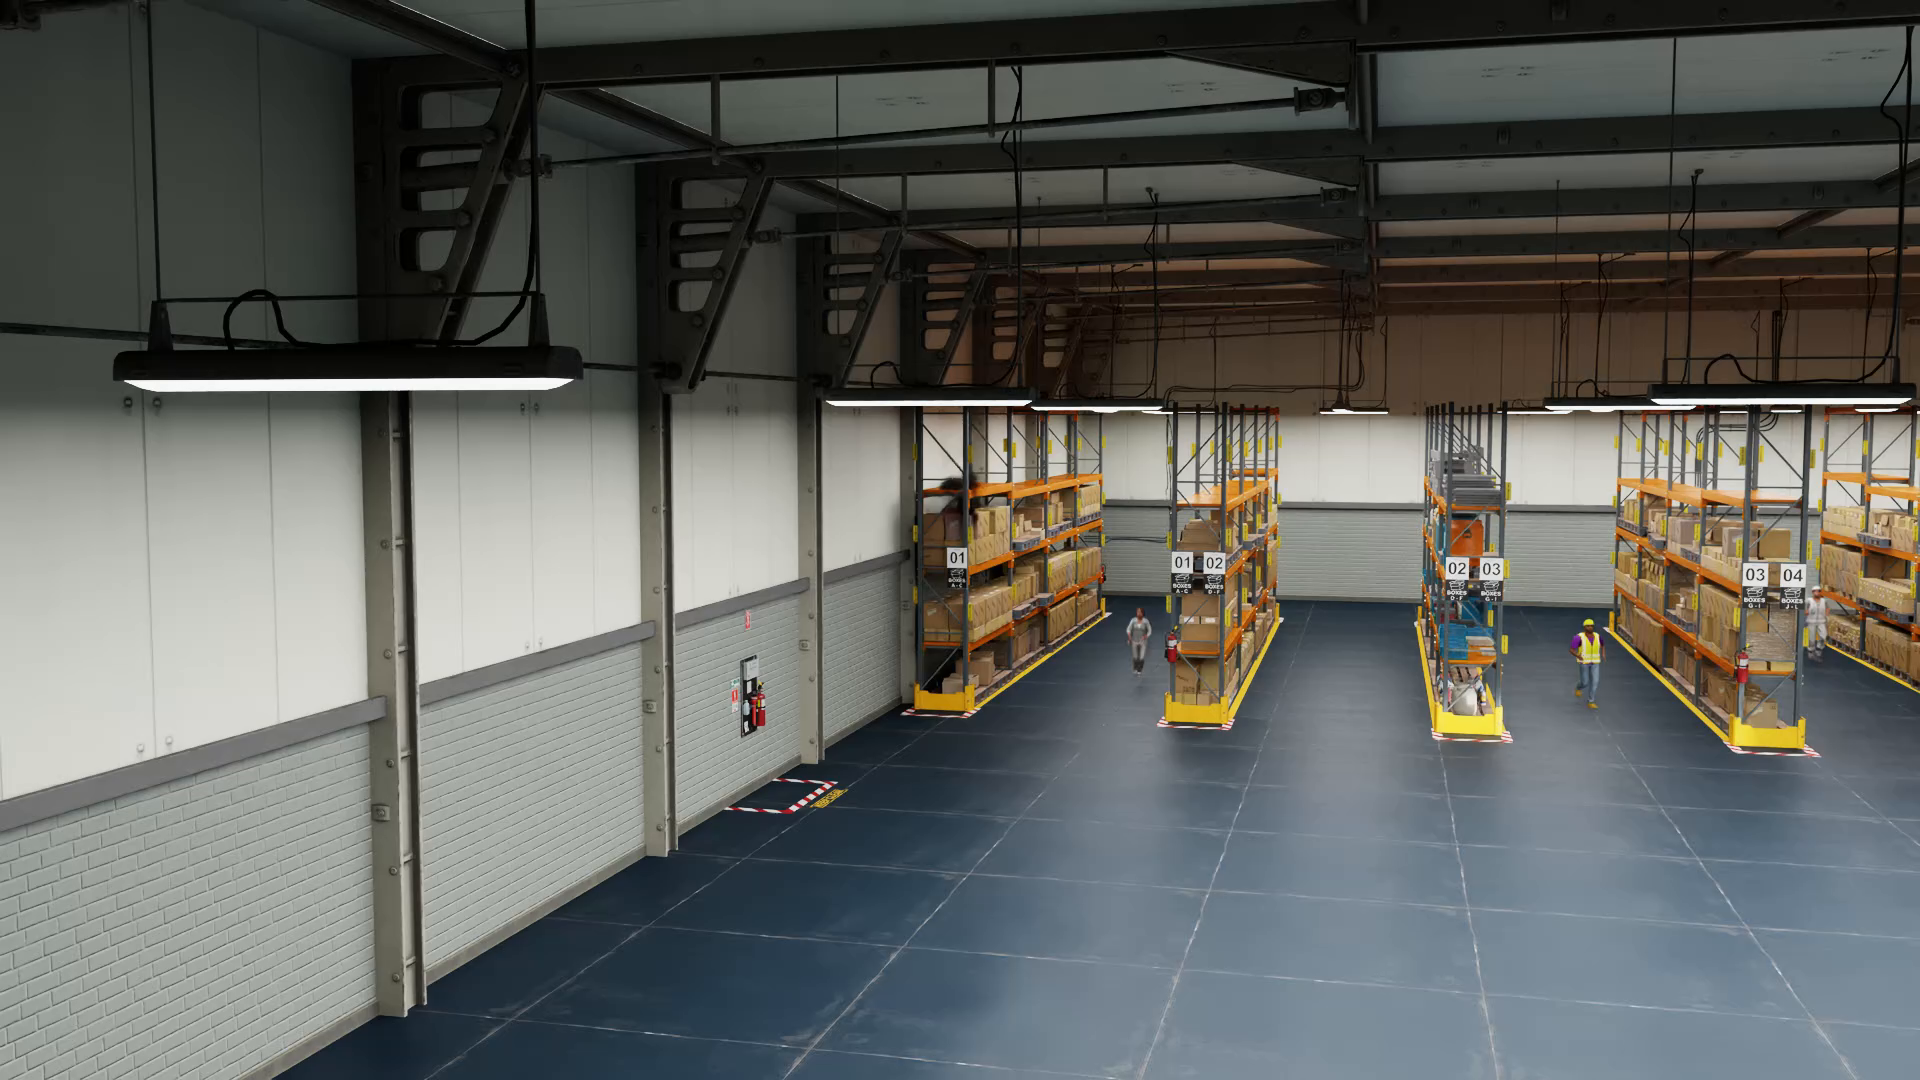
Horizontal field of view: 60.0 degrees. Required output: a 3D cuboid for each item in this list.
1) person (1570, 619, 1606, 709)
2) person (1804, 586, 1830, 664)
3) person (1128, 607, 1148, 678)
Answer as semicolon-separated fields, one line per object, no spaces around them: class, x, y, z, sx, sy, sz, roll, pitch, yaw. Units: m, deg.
person;12.450;2.432;32.903;0.713;1.736;0.897;0;4;2
person;19.952;1.972;38.743;0.610;1.800;0.680;1;4;16
person;2.112;2.126;35.263;3.813;1.505;0.975;1;4;8
